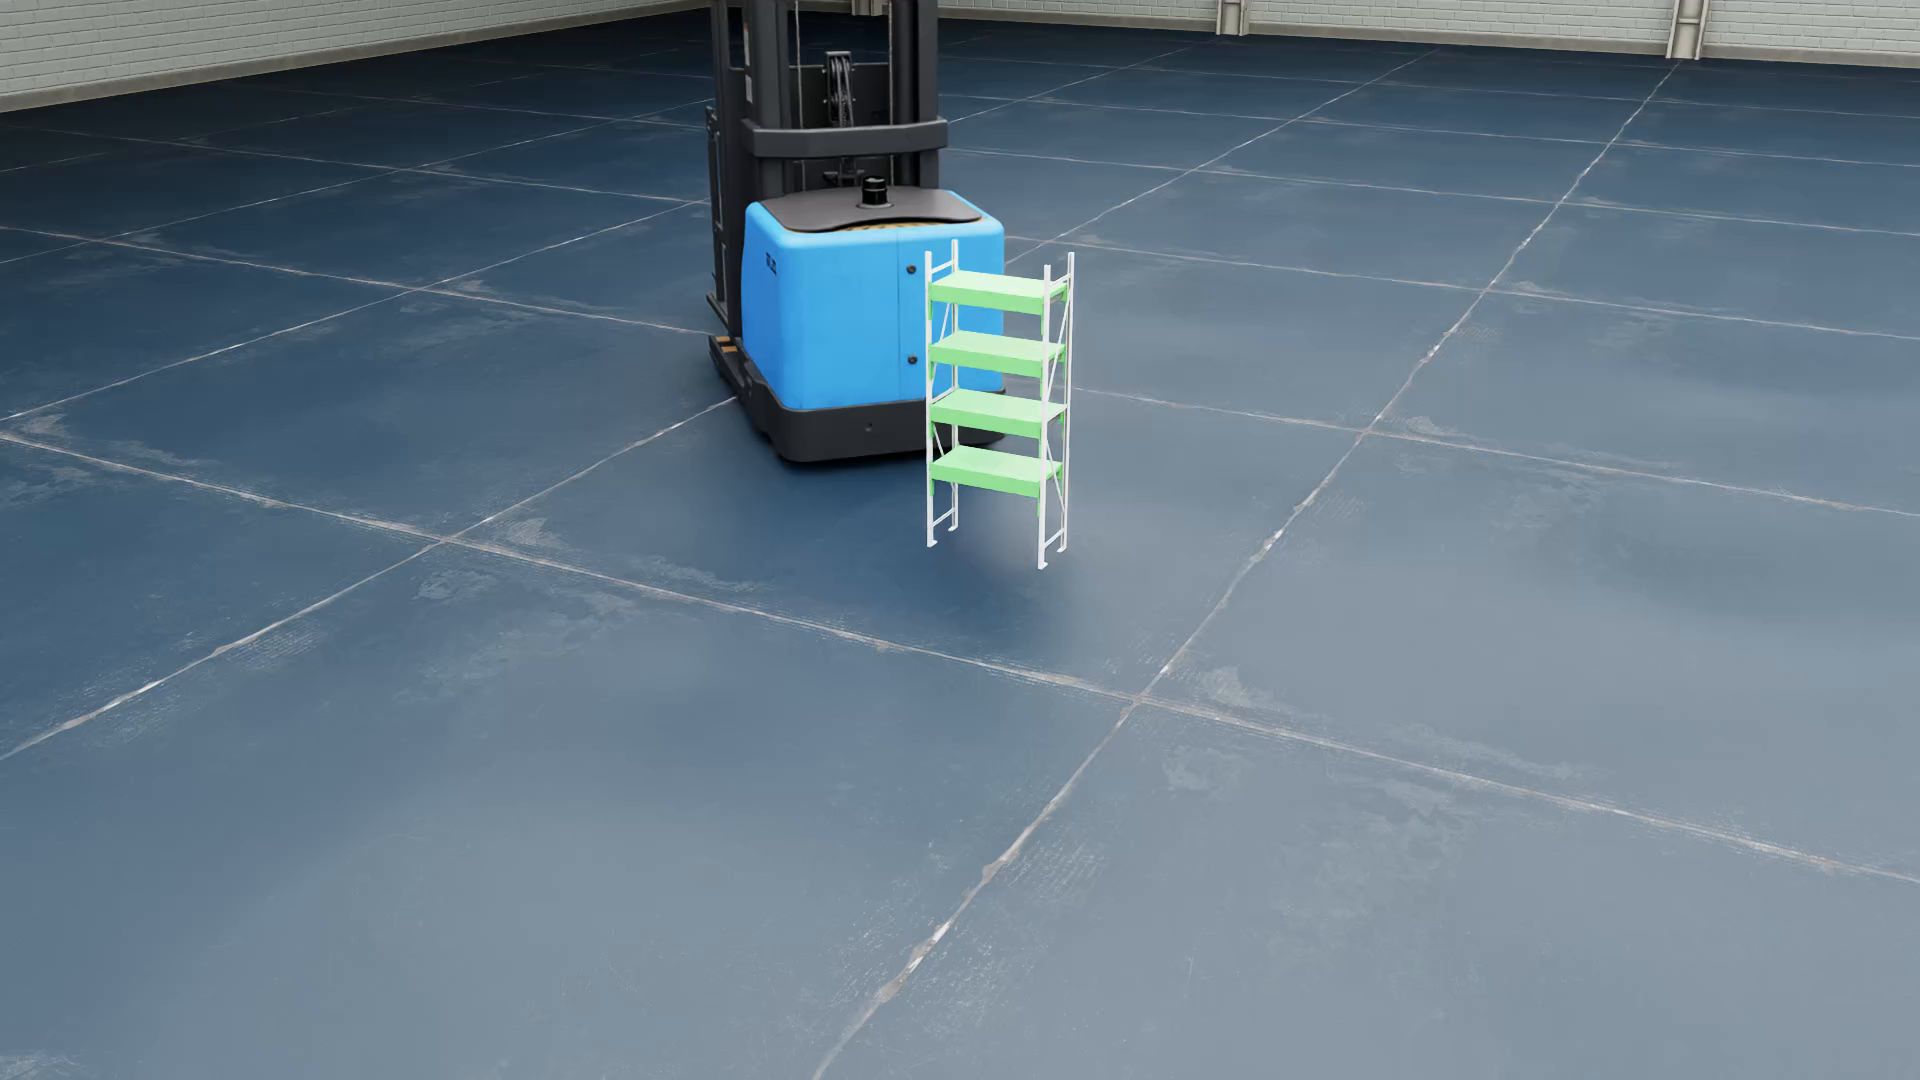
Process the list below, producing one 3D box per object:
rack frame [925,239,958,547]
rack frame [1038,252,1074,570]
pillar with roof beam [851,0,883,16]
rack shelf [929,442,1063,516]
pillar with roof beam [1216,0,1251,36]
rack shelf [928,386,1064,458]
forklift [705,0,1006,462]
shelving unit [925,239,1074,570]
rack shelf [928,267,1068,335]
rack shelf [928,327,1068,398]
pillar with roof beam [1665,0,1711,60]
[{"bbox_3d":[-0.070,-0.566,6.548,0.015,1.200,0.240,11,25,25],"label":"rack frame"},{"bbox_3d":[0.365,-0.480,6.345,0.015,1.200,0.240,11,25,25],"label":"rack frame"},{"bbox_3d":[-3.406,-10.926,20.942,0.400,9.000,9.100,11,25,25],"label":"pillar with roof beam"},{"bbox_3d":[0.148,-0.243,6.565,0.480,0.148,0.258,11,25,25],"label":"rack shelf"},{"bbox_3d":[1.949,-9.866,18.451,0.400,9.000,9.100,11,25,25],"label":"pillar with roof beam"},{"bbox_3d":[0.148,-0.464,6.471,0.480,0.148,0.258,11,25,25],"label":"rack shelf"},{"bbox_3d":[-0.715,-2.244,8.282,1.130,2.935,3.031,-7,24,-16],"label":"forklift"},{"bbox_3d":[0.148,-0.523,6.446,0.503,1.200,0.258,11,25,25],"label":"shelving unit"},{"bbox_3d":[0.148,-0.906,6.284,0.480,0.148,0.258,11,25,25],"label":"rack shelf"},{"bbox_3d":[0.148,-0.685,6.378,0.480,0.148,0.258,11,25,25],"label":"rack shelf"},{"bbox_3d":[7.303,-8.807,15.960,0.400,9.000,9.100,11,25,25],"label":"pillar with roof beam"}]
